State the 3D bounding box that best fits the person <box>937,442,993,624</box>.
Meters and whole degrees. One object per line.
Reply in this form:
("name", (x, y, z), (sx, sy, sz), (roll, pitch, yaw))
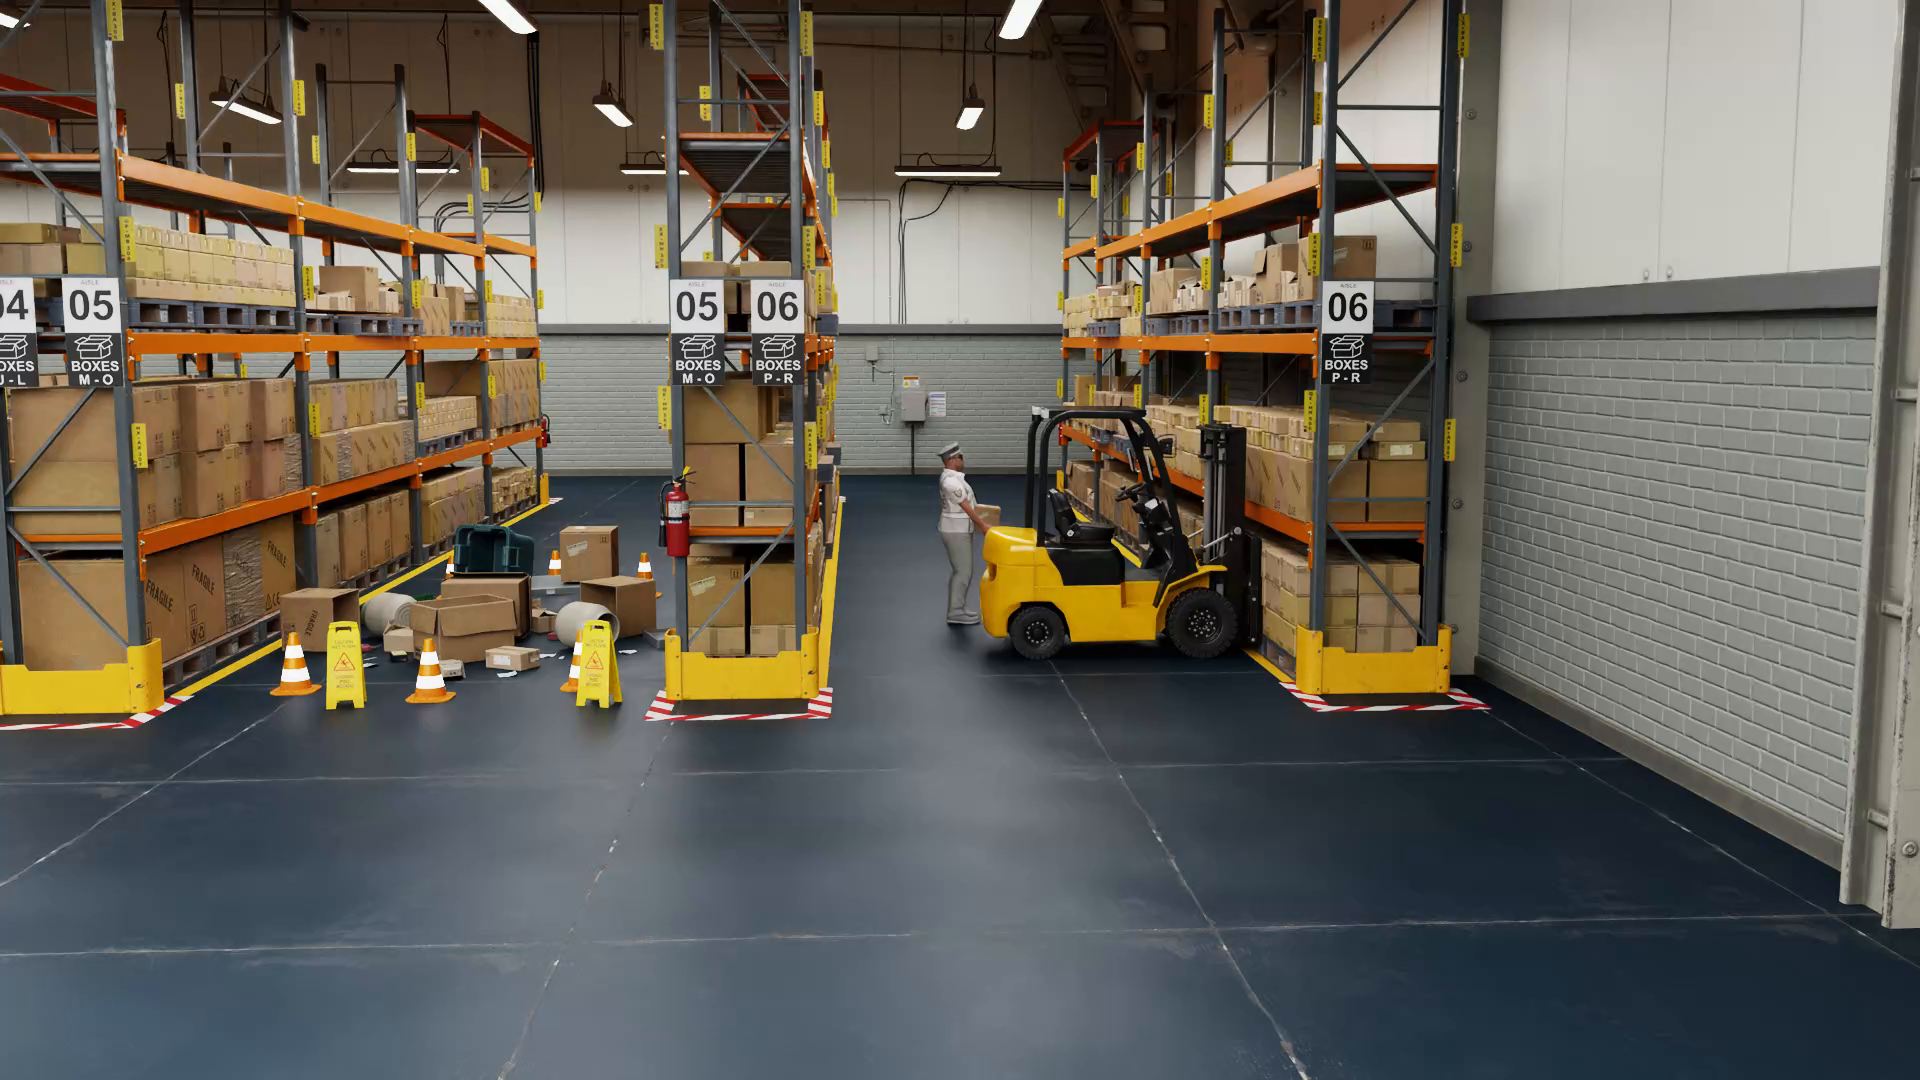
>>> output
("person", (0.060, -0.079, 16.289), (0.573, 1.768, 0.494), (0, 7, -4))
